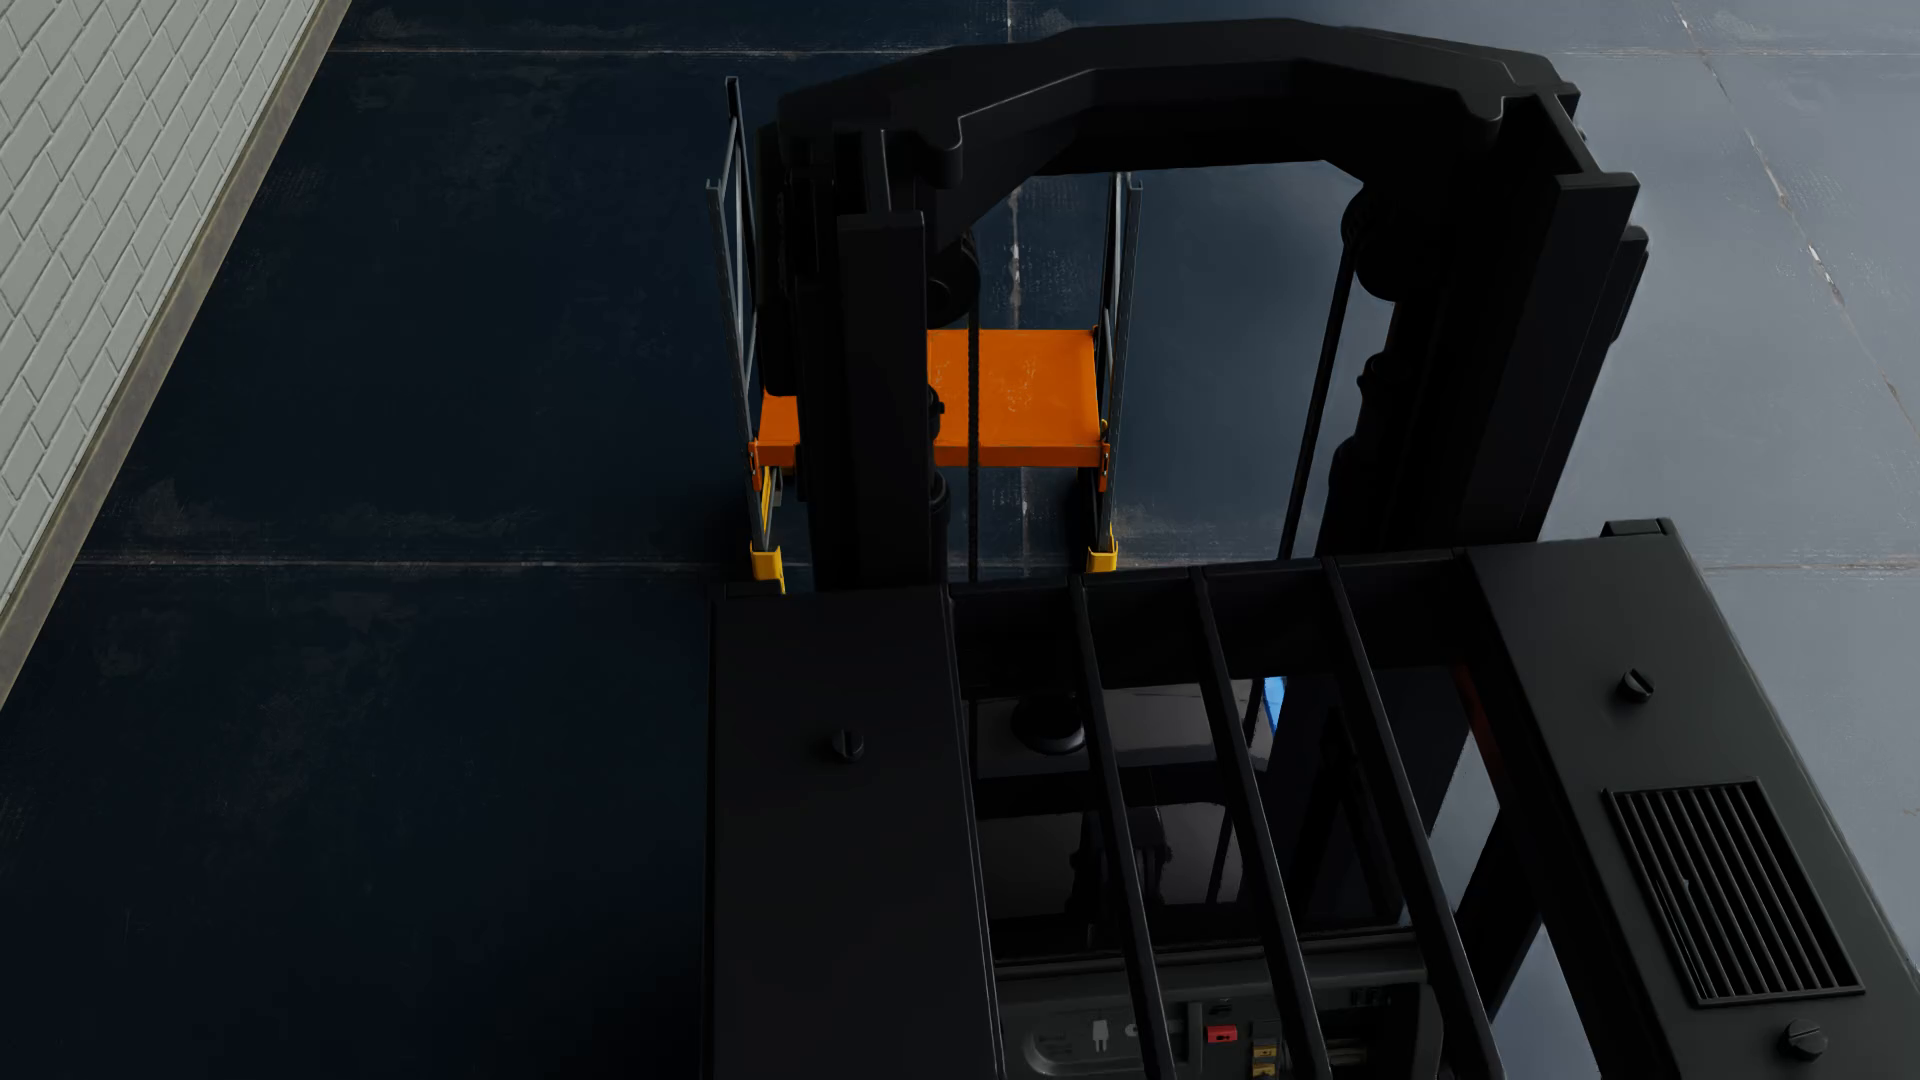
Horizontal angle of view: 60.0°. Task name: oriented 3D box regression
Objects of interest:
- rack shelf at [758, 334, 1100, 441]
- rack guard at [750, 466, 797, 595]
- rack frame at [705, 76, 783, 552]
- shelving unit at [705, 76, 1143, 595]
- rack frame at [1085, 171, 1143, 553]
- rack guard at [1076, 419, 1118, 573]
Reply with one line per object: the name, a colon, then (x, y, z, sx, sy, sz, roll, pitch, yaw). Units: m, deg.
rack shelf: (-0.085, -0.434, 4.784, 0.952, 0.026, 0.459, 0, 47, 0)
rack guard: (-0.574, -0.087, 5.160, 0.087, 0.250, 0.587, 0, 47, 0)
rack frame: (-0.594, -0.513, 4.703, 0.032, 1.500, 0.500, 0, 47, 0)
shelving unit: (-0.076, -0.511, 4.701, 1.083, 1.500, 0.587, 0, 47, 0)
rack frame: (0.423, -0.510, 4.700, 0.032, 1.500, 0.500, 0, 47, 0)
rack guard: (0.422, -0.084, 5.157, 0.087, 0.250, 0.587, 0, 47, 0)
